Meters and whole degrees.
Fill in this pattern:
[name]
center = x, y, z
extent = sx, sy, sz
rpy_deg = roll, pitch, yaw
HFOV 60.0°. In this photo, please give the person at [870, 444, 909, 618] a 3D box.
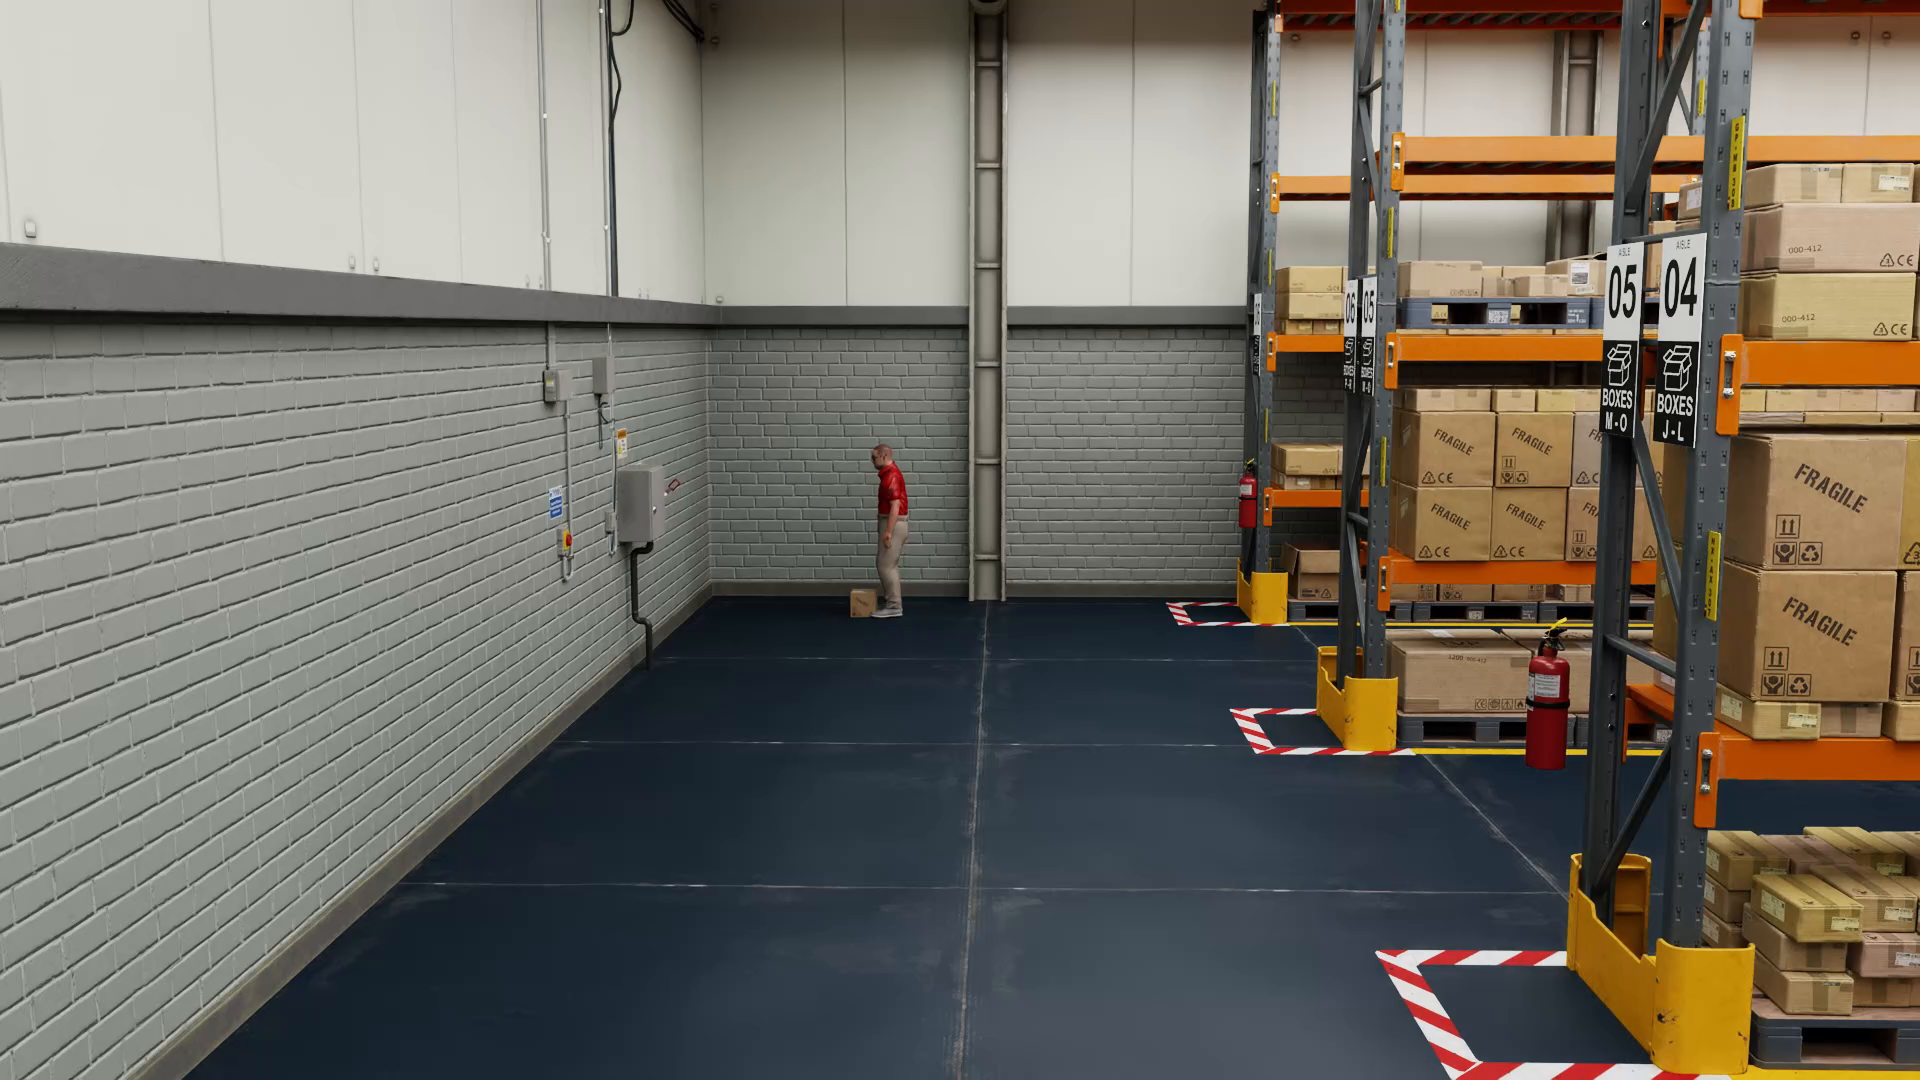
[person]
center = -0.708, -0.099, 16.617
extent = 0.393, 1.725, 0.592
rpy_deg = 0, 7, -2
